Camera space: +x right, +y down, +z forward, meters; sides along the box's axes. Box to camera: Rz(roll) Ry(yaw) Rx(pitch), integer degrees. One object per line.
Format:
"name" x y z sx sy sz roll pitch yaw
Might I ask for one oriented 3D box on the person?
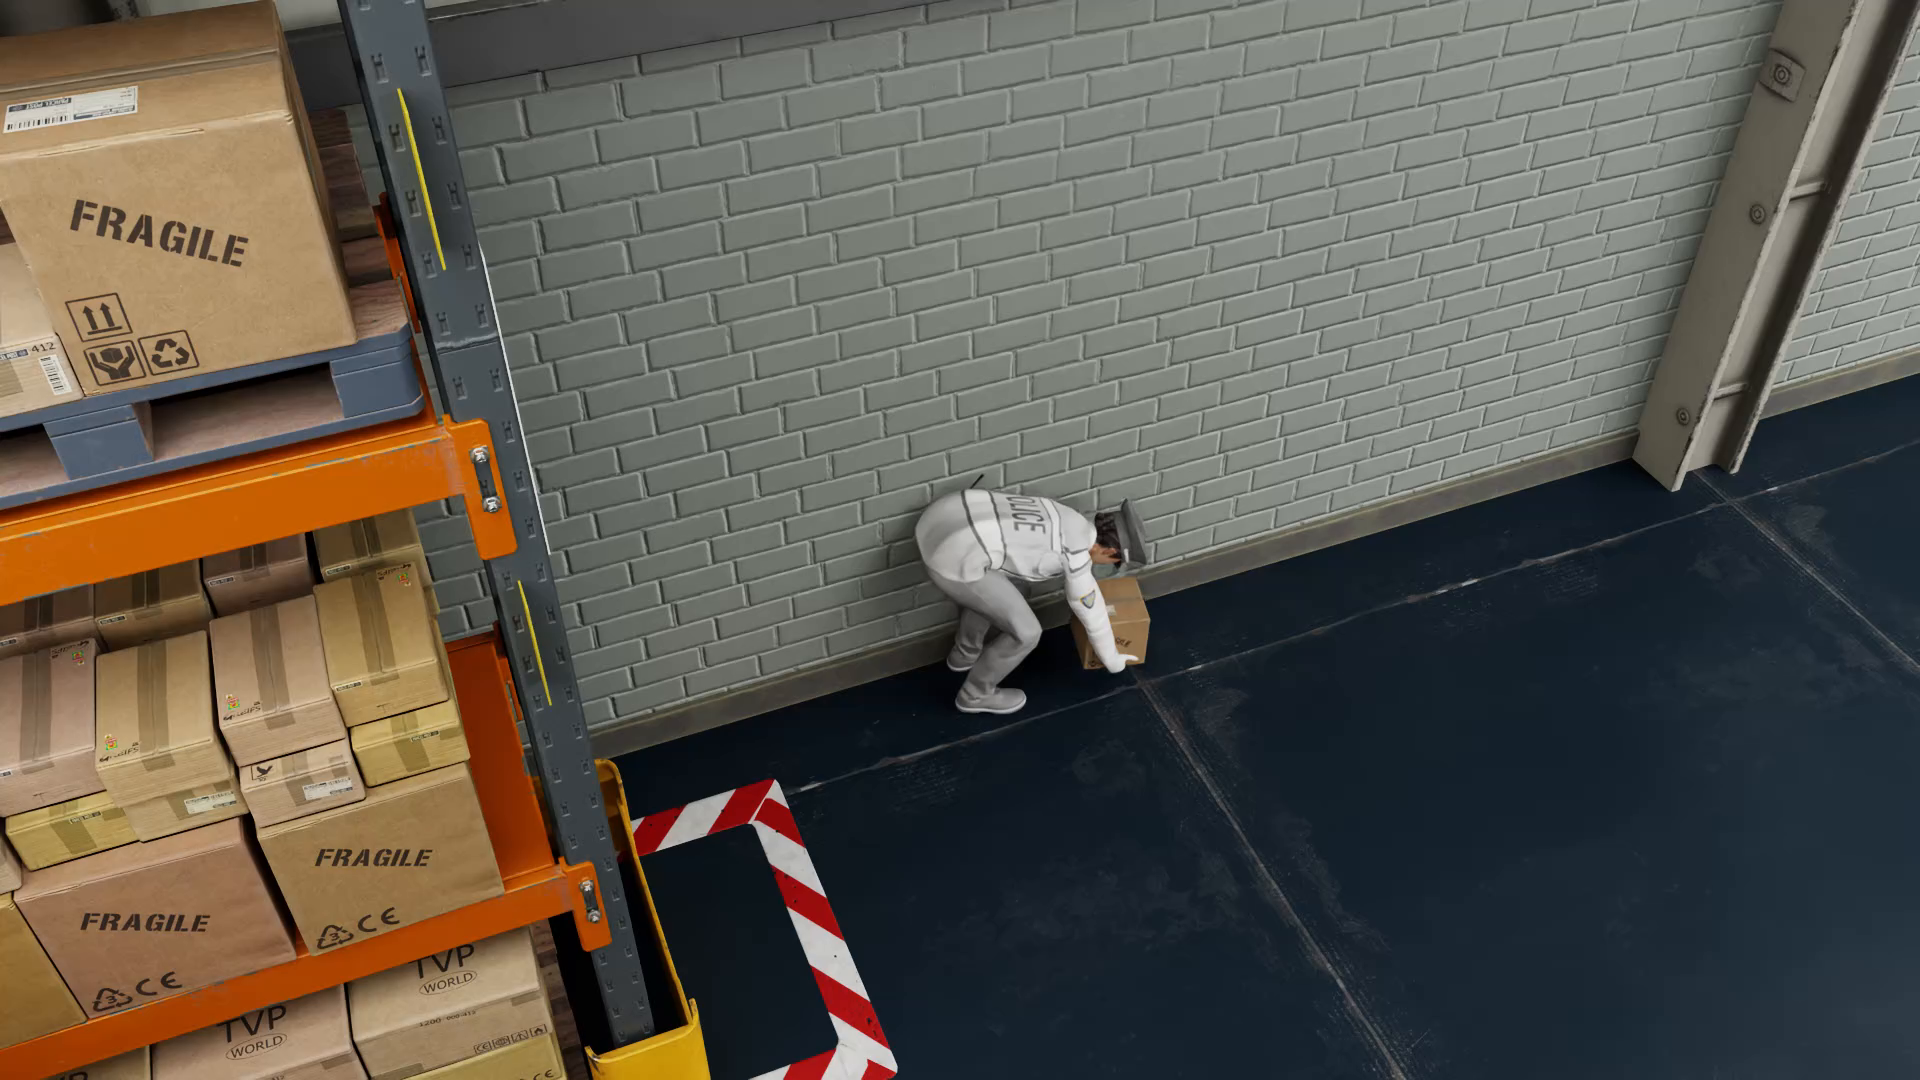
"person" 0.282 0.200 6.456 0.897 0.972 0.444 -8 43 -9
